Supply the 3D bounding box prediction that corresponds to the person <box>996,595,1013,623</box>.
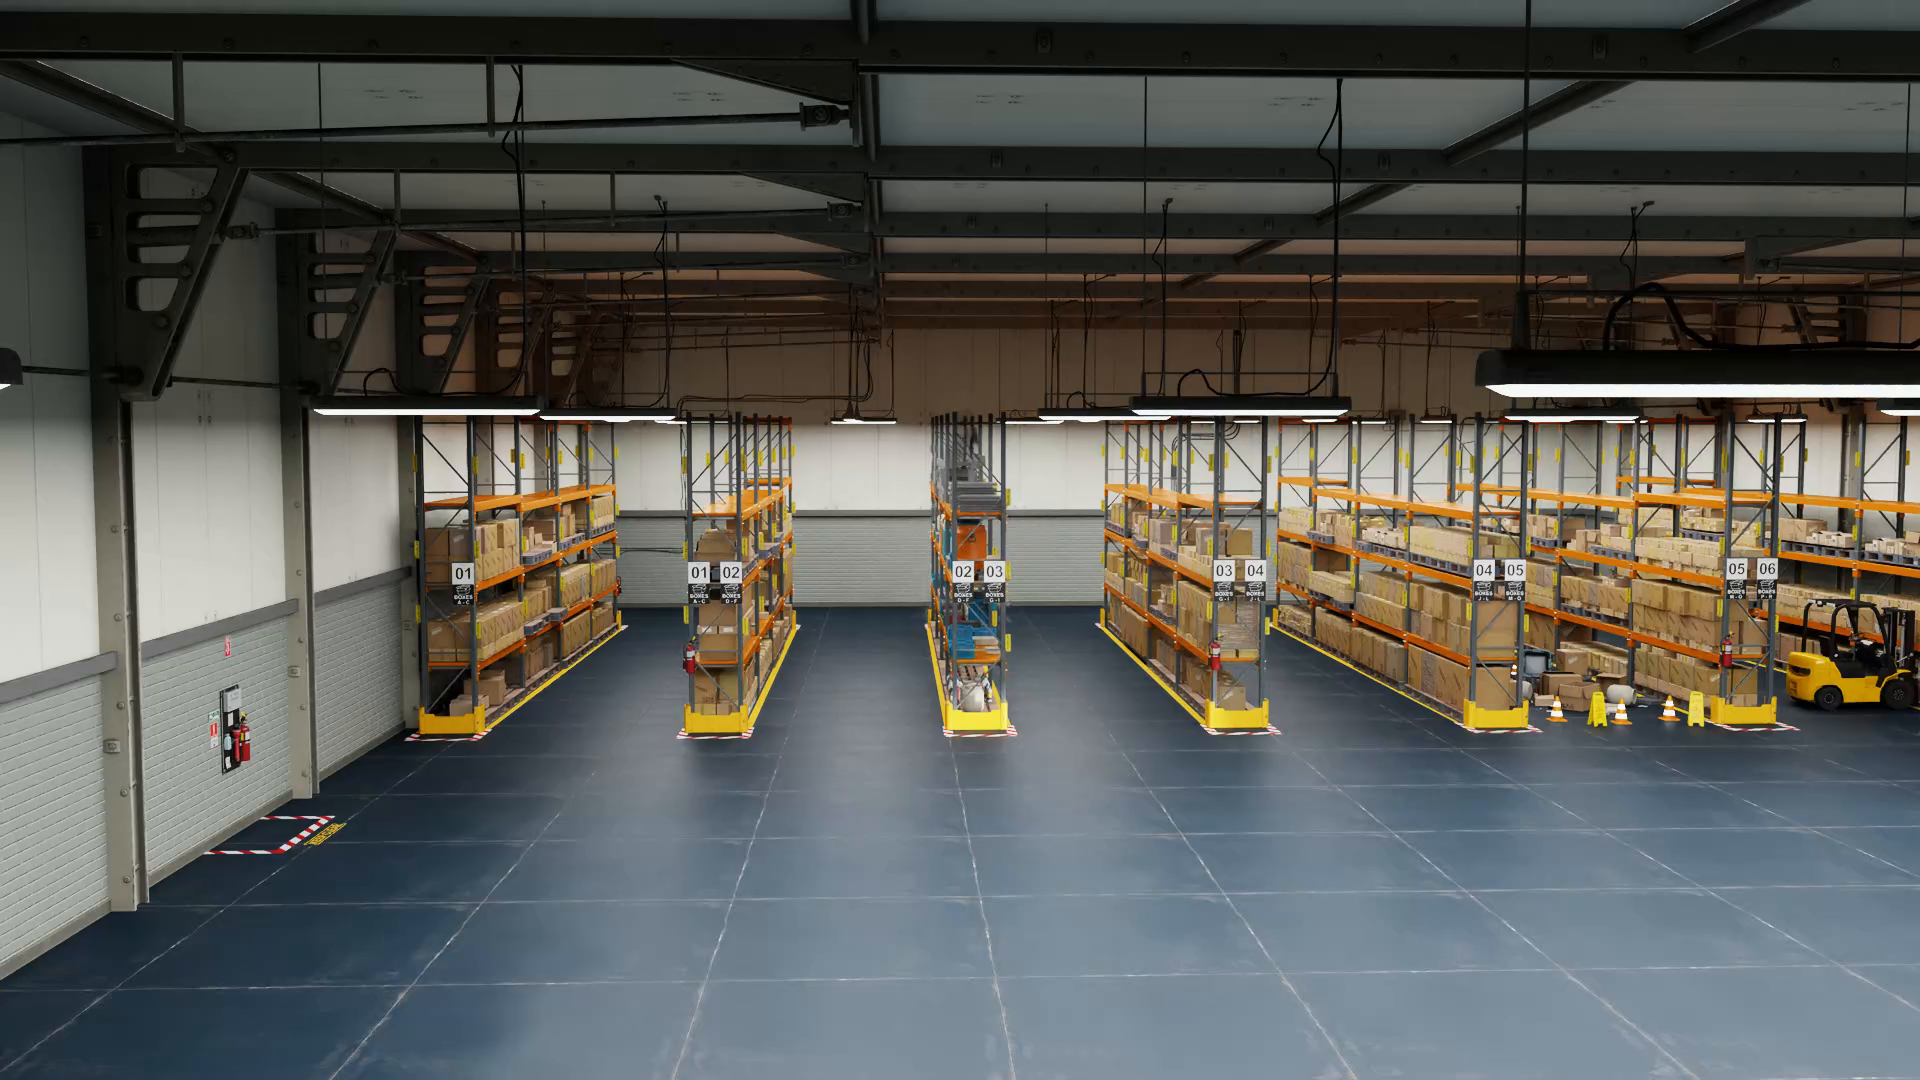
[{"bbox_3d":[1.105,1.591,48.414,0.805,1.730,0.669,-3,5,-40],"label":"person"}]
